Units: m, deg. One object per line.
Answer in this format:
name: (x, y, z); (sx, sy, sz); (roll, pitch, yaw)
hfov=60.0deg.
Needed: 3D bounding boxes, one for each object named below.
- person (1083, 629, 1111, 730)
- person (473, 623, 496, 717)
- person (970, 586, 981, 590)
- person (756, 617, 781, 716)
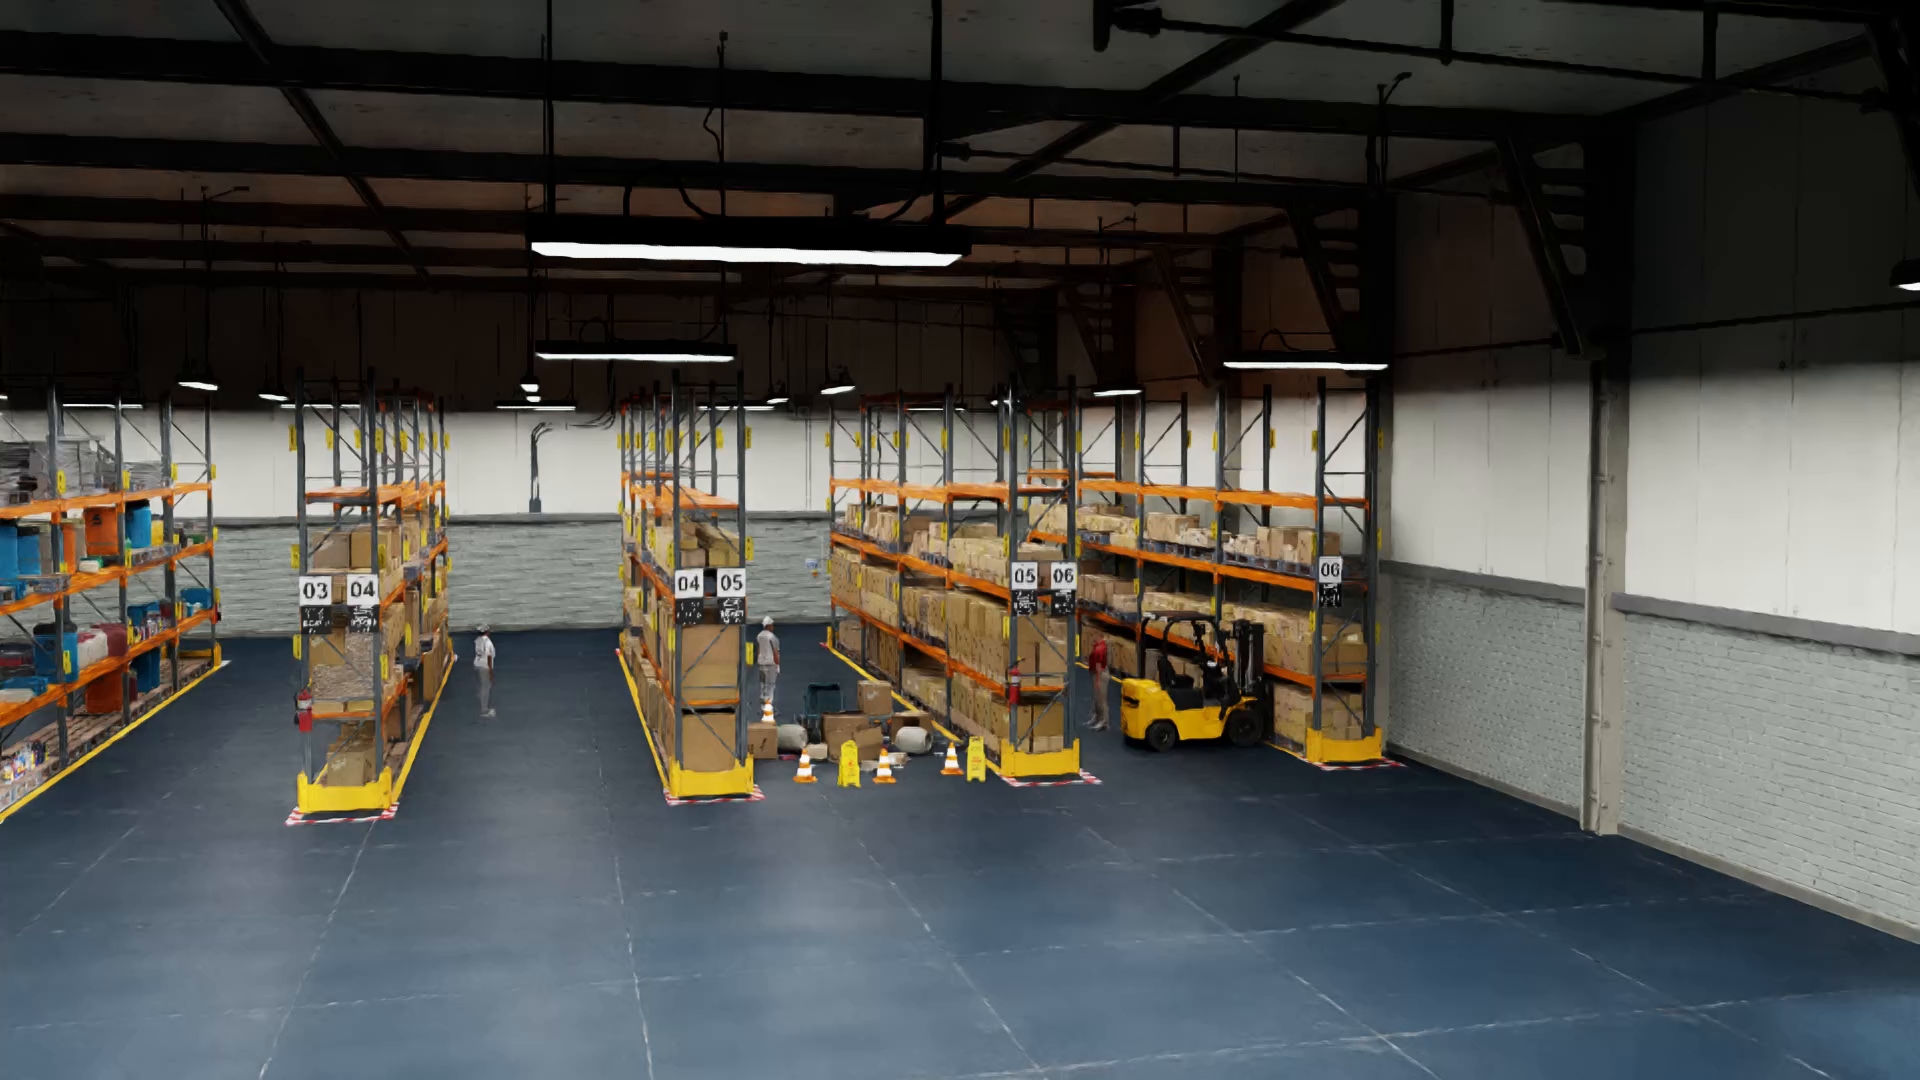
person: (2.365, 2.405, 28.861); (0.492, 1.731, 0.588); (1, 4, 15)
person: (-8.618, 2.350, 30.245); (0.422, 1.677, 0.502); (-3, 5, -43)
person: (0.491, 1.521, 44.161); (0.701, 1.711, 0.555); (-3, 5, -42)
person: (-3.458, 2.284, 30.281); (0.454, 1.788, 0.601); (-3, 5, -45)
